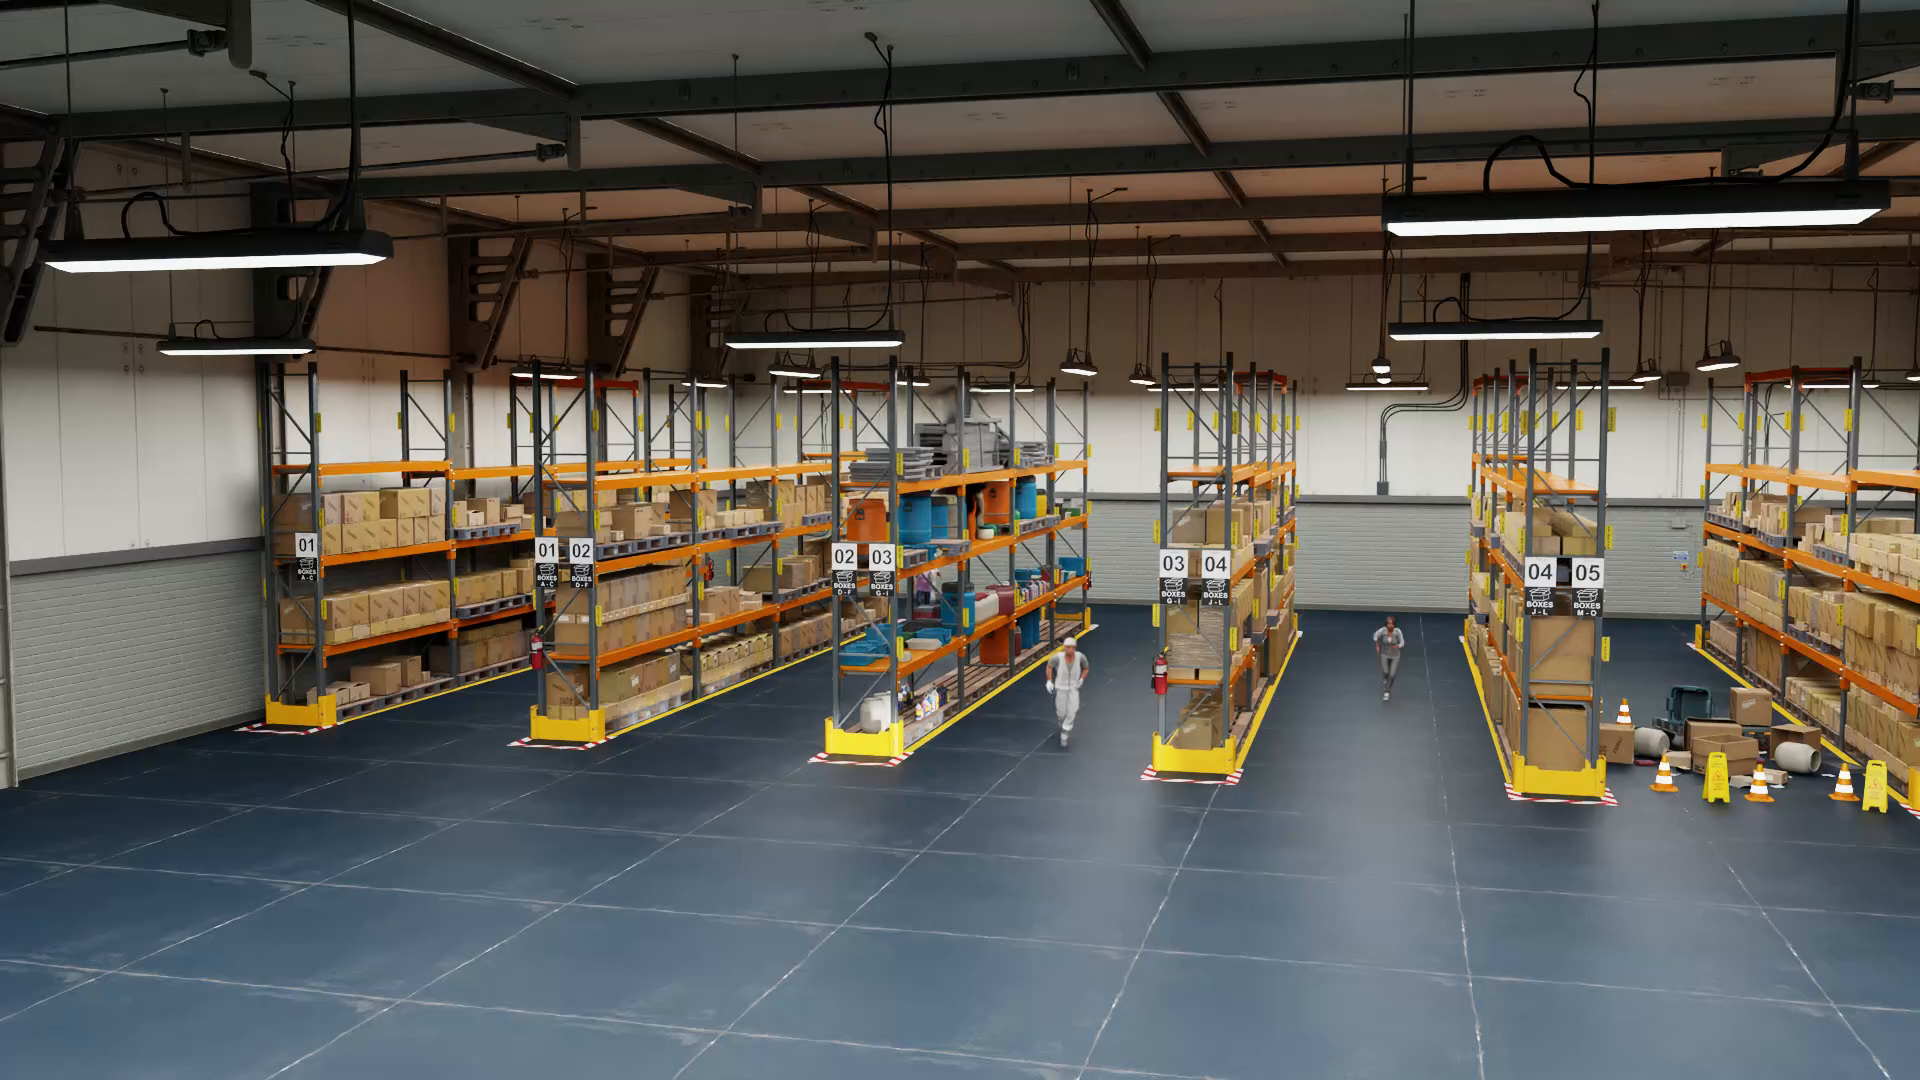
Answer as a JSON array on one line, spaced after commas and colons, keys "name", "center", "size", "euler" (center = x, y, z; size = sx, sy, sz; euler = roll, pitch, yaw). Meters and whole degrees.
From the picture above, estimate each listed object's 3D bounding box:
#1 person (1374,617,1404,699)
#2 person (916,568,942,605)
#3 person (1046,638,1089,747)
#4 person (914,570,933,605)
[{"name": "person", "center": [7.743, 2.139, 30.031], "size": [0.525, 1.527, 0.651], "euler": [1, 4, 12]}, {"name": "person", "center": [-0.807, 1.179, 42.023], "size": [0.829, 1.759, 0.651], "euler": [-4, 5, -41]}, {"name": "person", "center": [1.671, 2.343, 25.940], "size": [0.655, 1.716, 0.831], "euler": [-1, 4, -9]}, {"name": "person", "center": [-0.908, 1.295, 41.301], "size": [0.510, 1.646, 0.727], "euler": [0, 4, 3]}]
